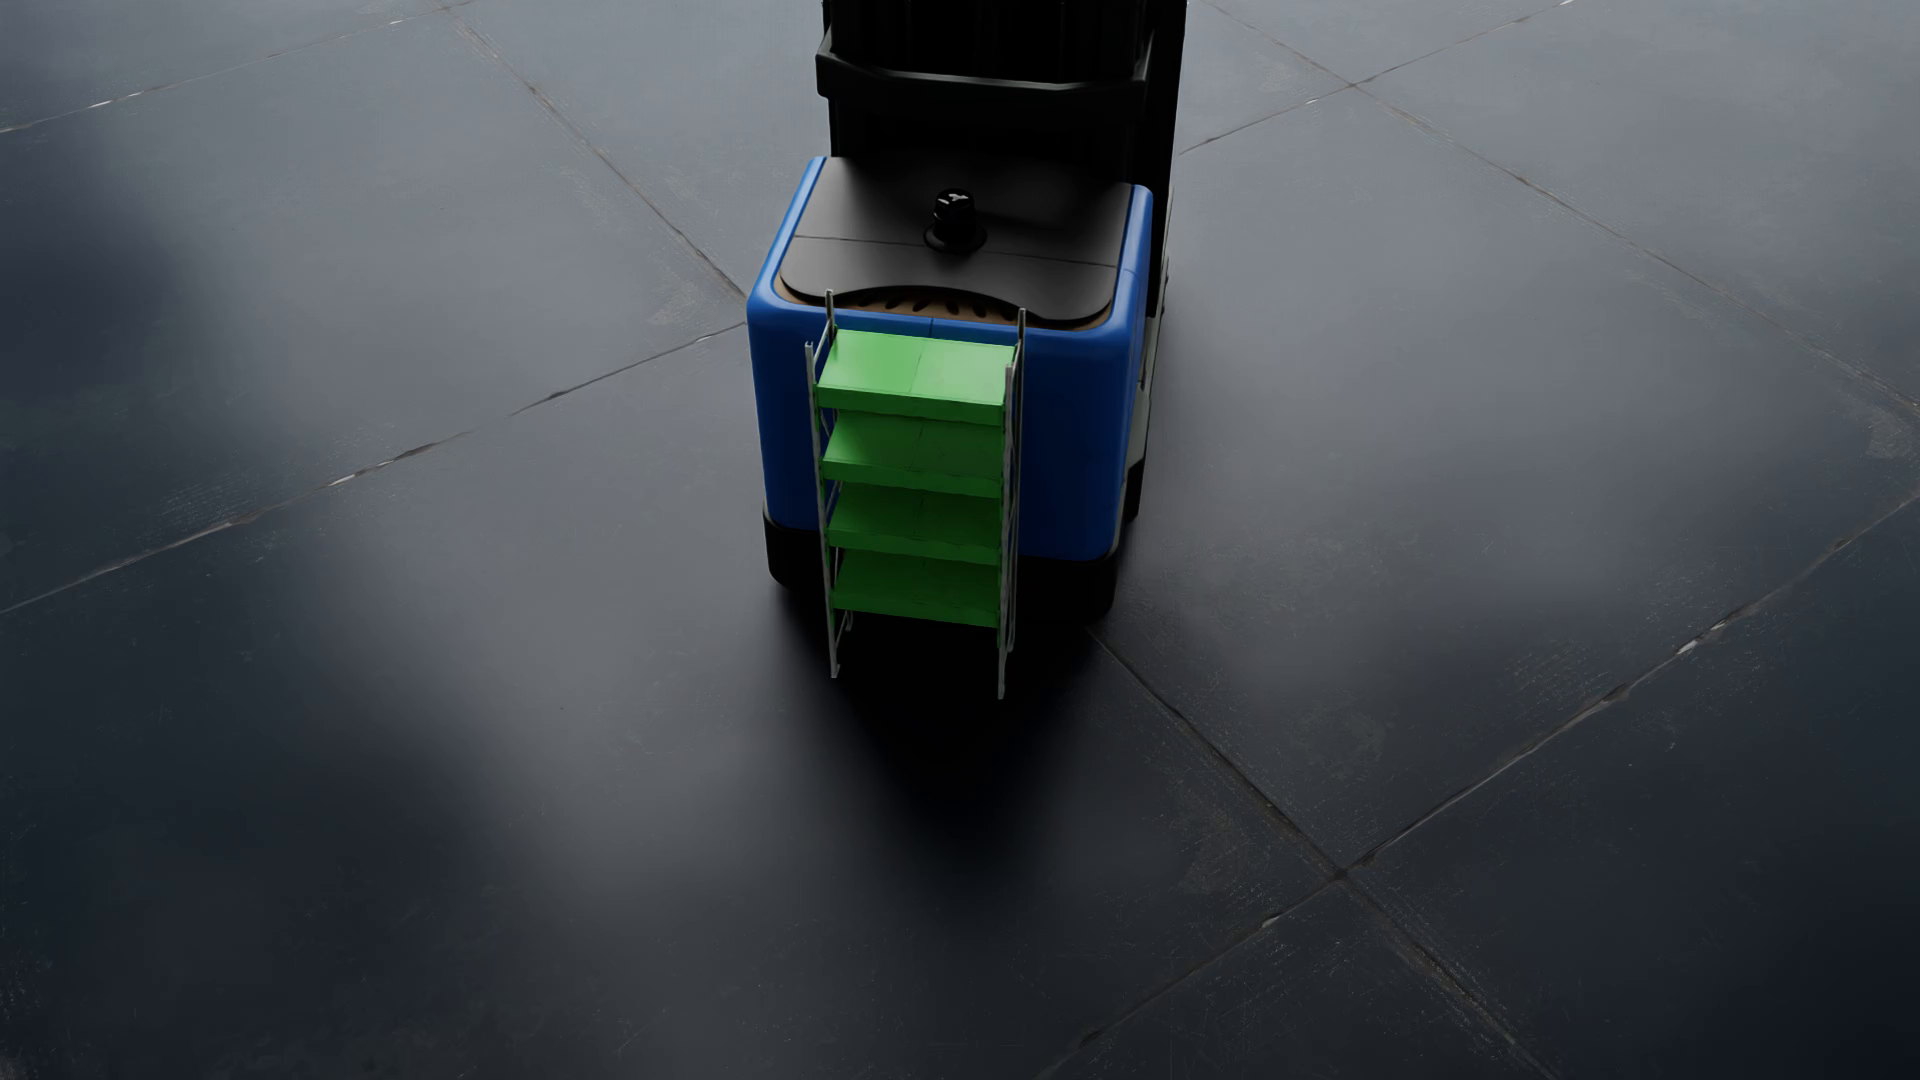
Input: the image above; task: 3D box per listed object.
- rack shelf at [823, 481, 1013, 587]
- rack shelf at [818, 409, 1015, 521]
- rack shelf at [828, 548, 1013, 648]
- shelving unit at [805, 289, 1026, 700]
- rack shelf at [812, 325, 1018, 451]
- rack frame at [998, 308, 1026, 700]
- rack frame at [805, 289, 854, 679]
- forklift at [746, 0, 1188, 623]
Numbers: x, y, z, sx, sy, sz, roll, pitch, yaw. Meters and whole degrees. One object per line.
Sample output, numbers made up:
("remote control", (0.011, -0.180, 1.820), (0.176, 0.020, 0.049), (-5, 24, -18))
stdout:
("rack shelf", (-0.105, -0.039, 4.514), (0.480, 0.148, 0.258), (7, 44, 7))
("rack shelf", (-0.105, -0.212, 4.348), (0.480, 0.148, 0.258), (7, 44, 7))
("rack shelf", (-0.105, 0.135, 4.680), (0.480, 0.148, 0.258), (7, 44, 7))
("shelving unit", (-0.105, -0.085, 4.470), (0.503, 1.200, 0.258), (7, 44, 7))
("rack shelf", (-0.106, -0.386, 4.182), (0.480, 0.148, 0.258), (7, 44, 7))
("rack frame", (0.135, -0.057, 4.441), (0.015, 1.200, 0.240), (7, 44, 7))
("rack frame", (-0.346, -0.113, 4.499), (0.015, 1.200, 0.240), (7, 44, 7))
("forklift", (0.171, -1.844, 5.059), (1.130, 2.935, 3.031), (7, 44, 7))
